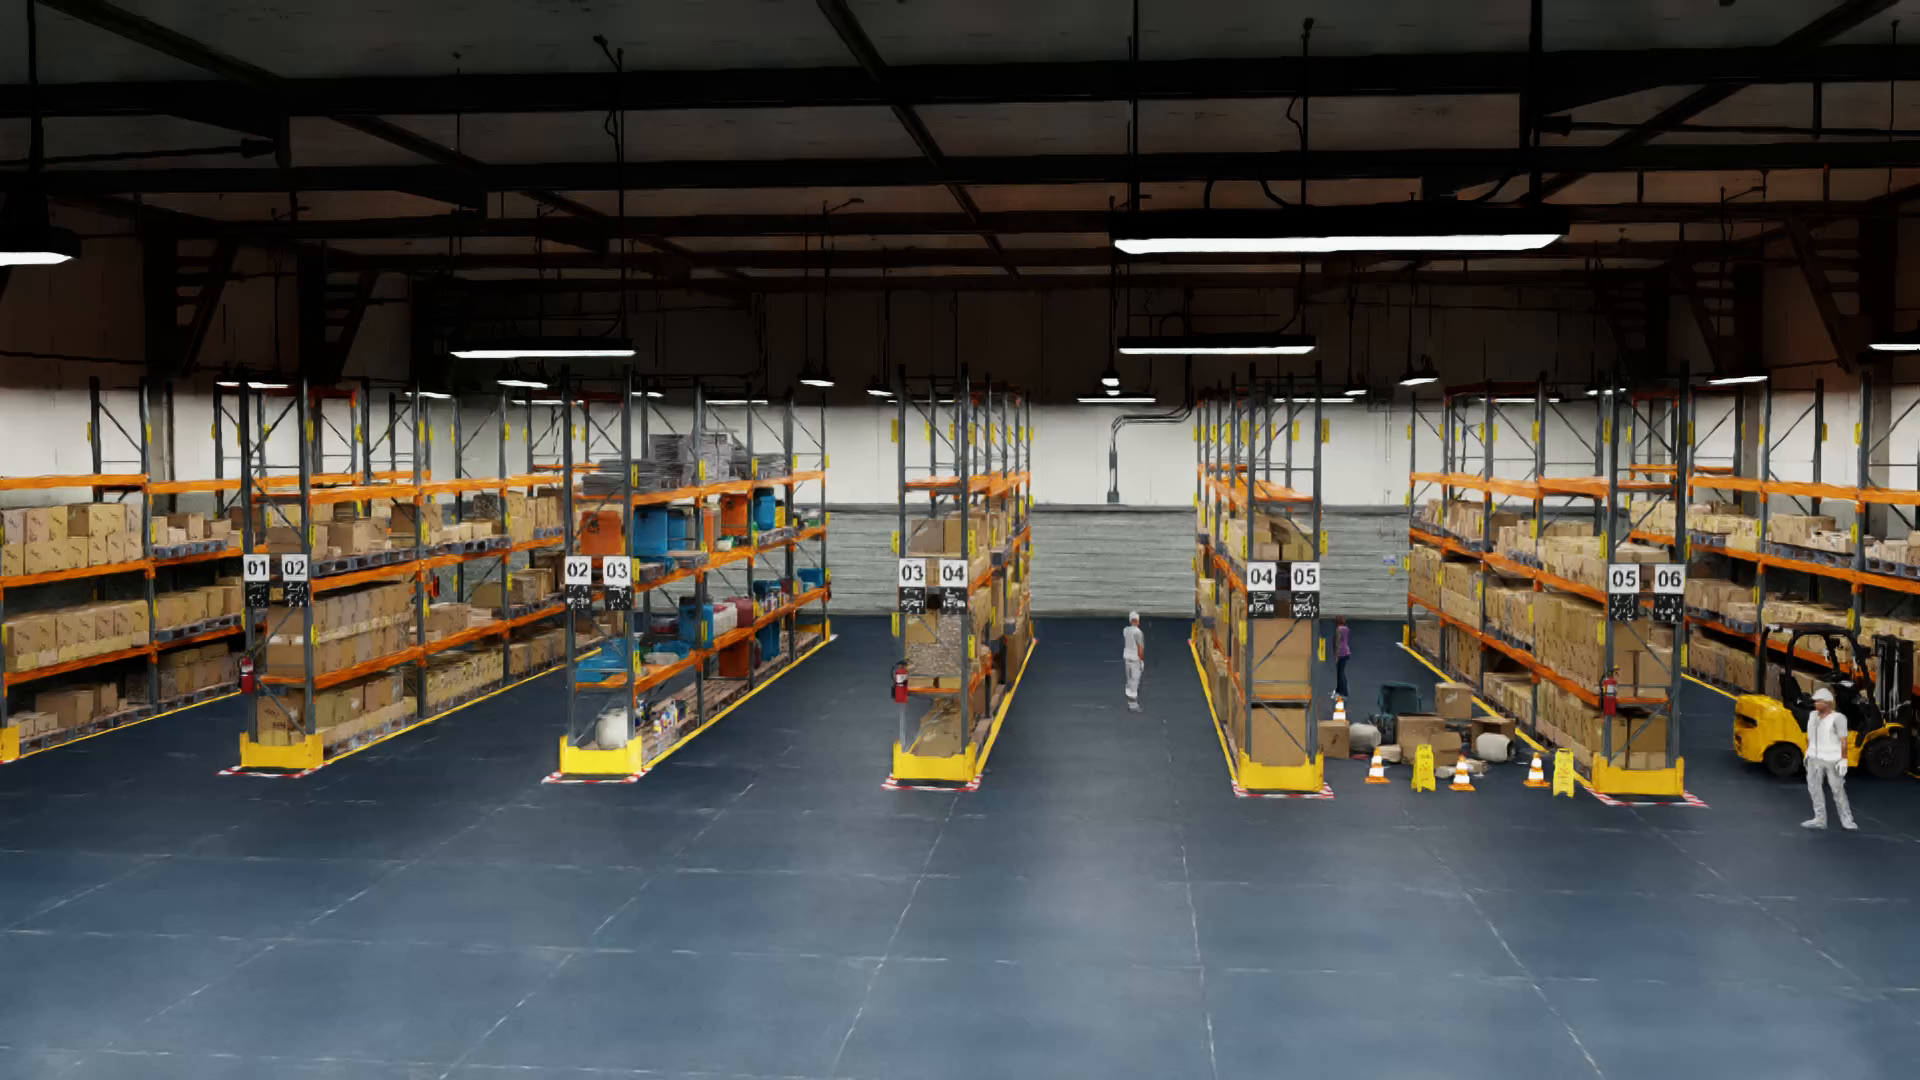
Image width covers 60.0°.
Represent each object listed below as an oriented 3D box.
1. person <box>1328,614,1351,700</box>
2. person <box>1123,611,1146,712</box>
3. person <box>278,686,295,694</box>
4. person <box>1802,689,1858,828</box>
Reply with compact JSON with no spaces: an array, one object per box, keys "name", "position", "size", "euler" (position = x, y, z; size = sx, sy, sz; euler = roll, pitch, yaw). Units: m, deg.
[{"name":"person","position":[7.128,2.186,31.272],"size":[0.454,1.599,0.467],"euler":[3,5,36]},{"name":"person","position":[3.173,2.168,29.969],"size":[0.451,1.789,0.605],"euler":[-2,4,-24]},{"name":"person","position":[-11.585,2.303,28.845],"size":[0.719,1.714,0.578],"euler":[0,4,4]},{"name":"person","position":[11.024,2.768,21.113],"size":[0.557,1.779,0.640],"euler":[-2,4,-23]}]
